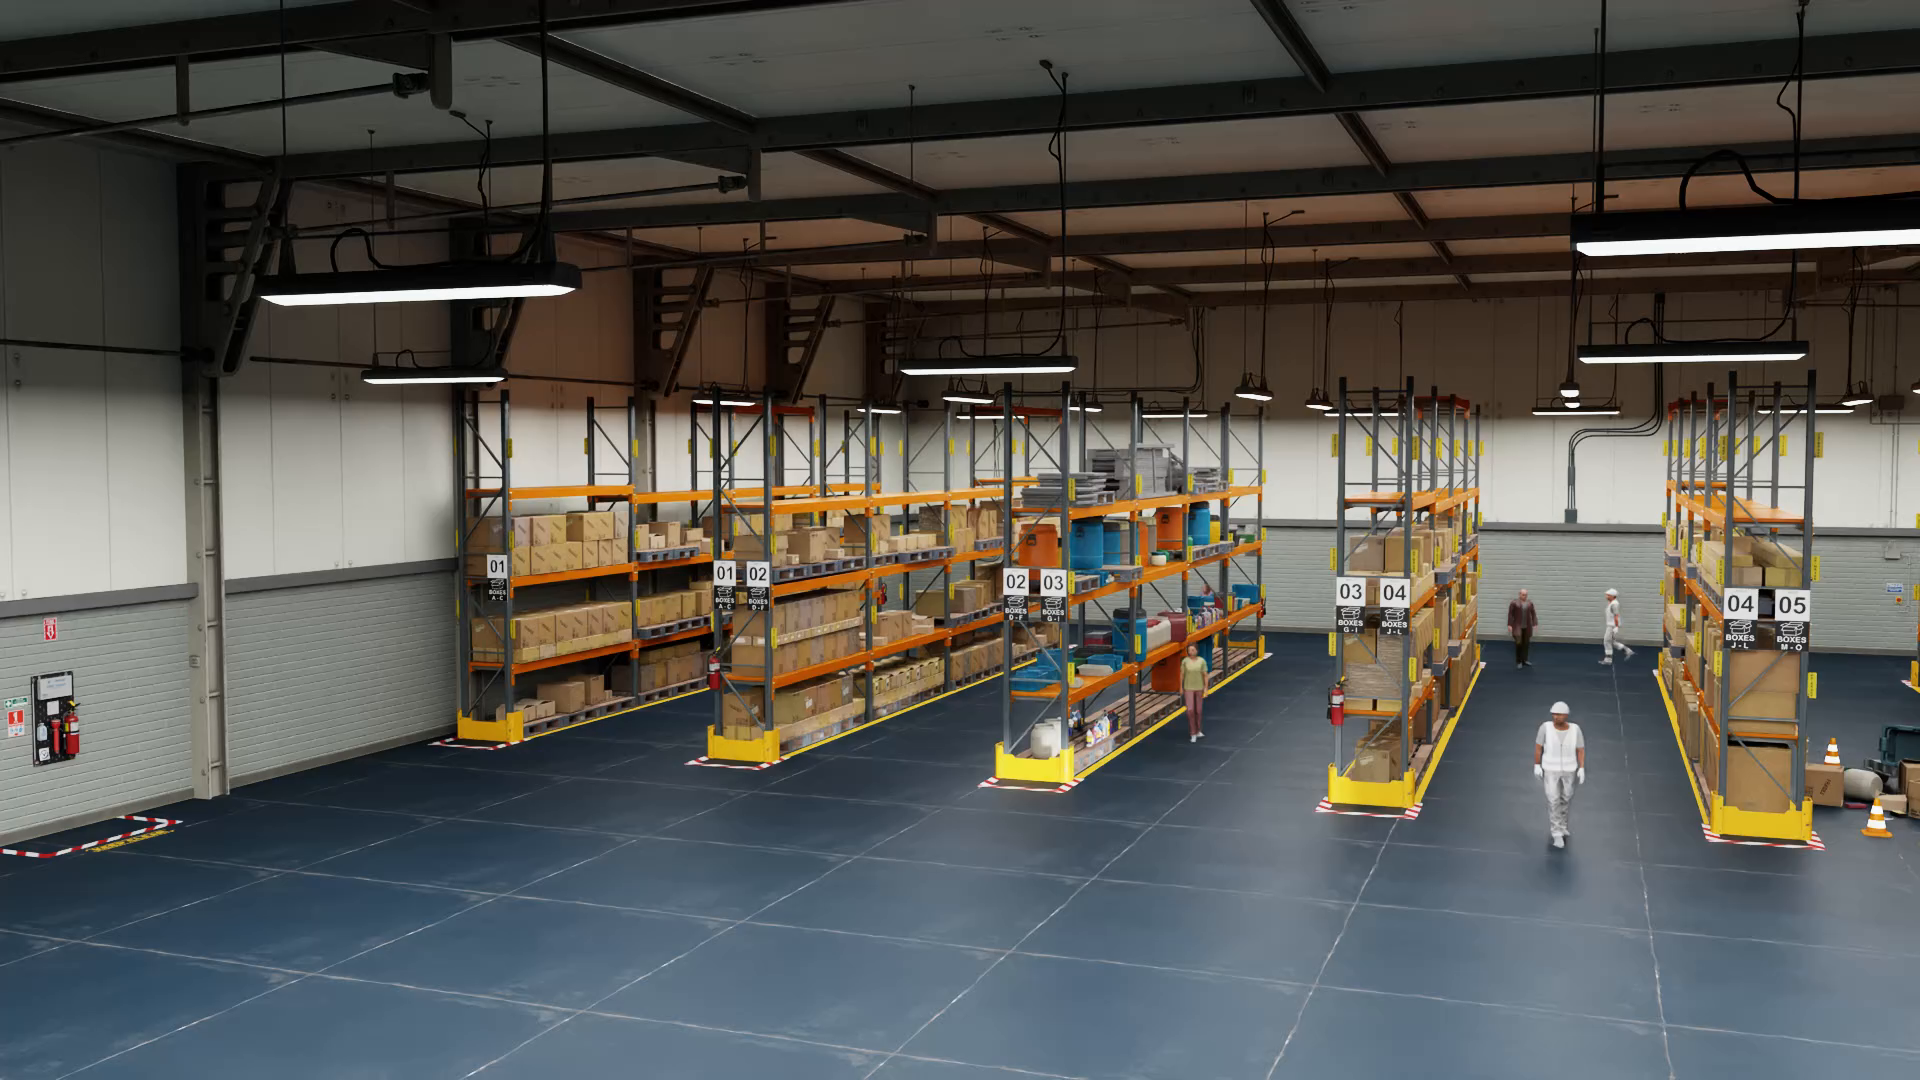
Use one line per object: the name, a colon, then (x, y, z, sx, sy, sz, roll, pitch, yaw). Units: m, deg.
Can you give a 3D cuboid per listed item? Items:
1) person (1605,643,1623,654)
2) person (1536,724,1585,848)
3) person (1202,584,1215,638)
person: (15.104, 2.505, 38.364, 0.392, 0.249, 0.338, 1, 3, 23)
person: (7.650, 3.111, 21.186, 0.572, 1.538, 0.742, 0, 3, 9)
person: (6.399, 1.831, 42.647, 0.528, 1.418, 0.794, 2, 4, 32)
